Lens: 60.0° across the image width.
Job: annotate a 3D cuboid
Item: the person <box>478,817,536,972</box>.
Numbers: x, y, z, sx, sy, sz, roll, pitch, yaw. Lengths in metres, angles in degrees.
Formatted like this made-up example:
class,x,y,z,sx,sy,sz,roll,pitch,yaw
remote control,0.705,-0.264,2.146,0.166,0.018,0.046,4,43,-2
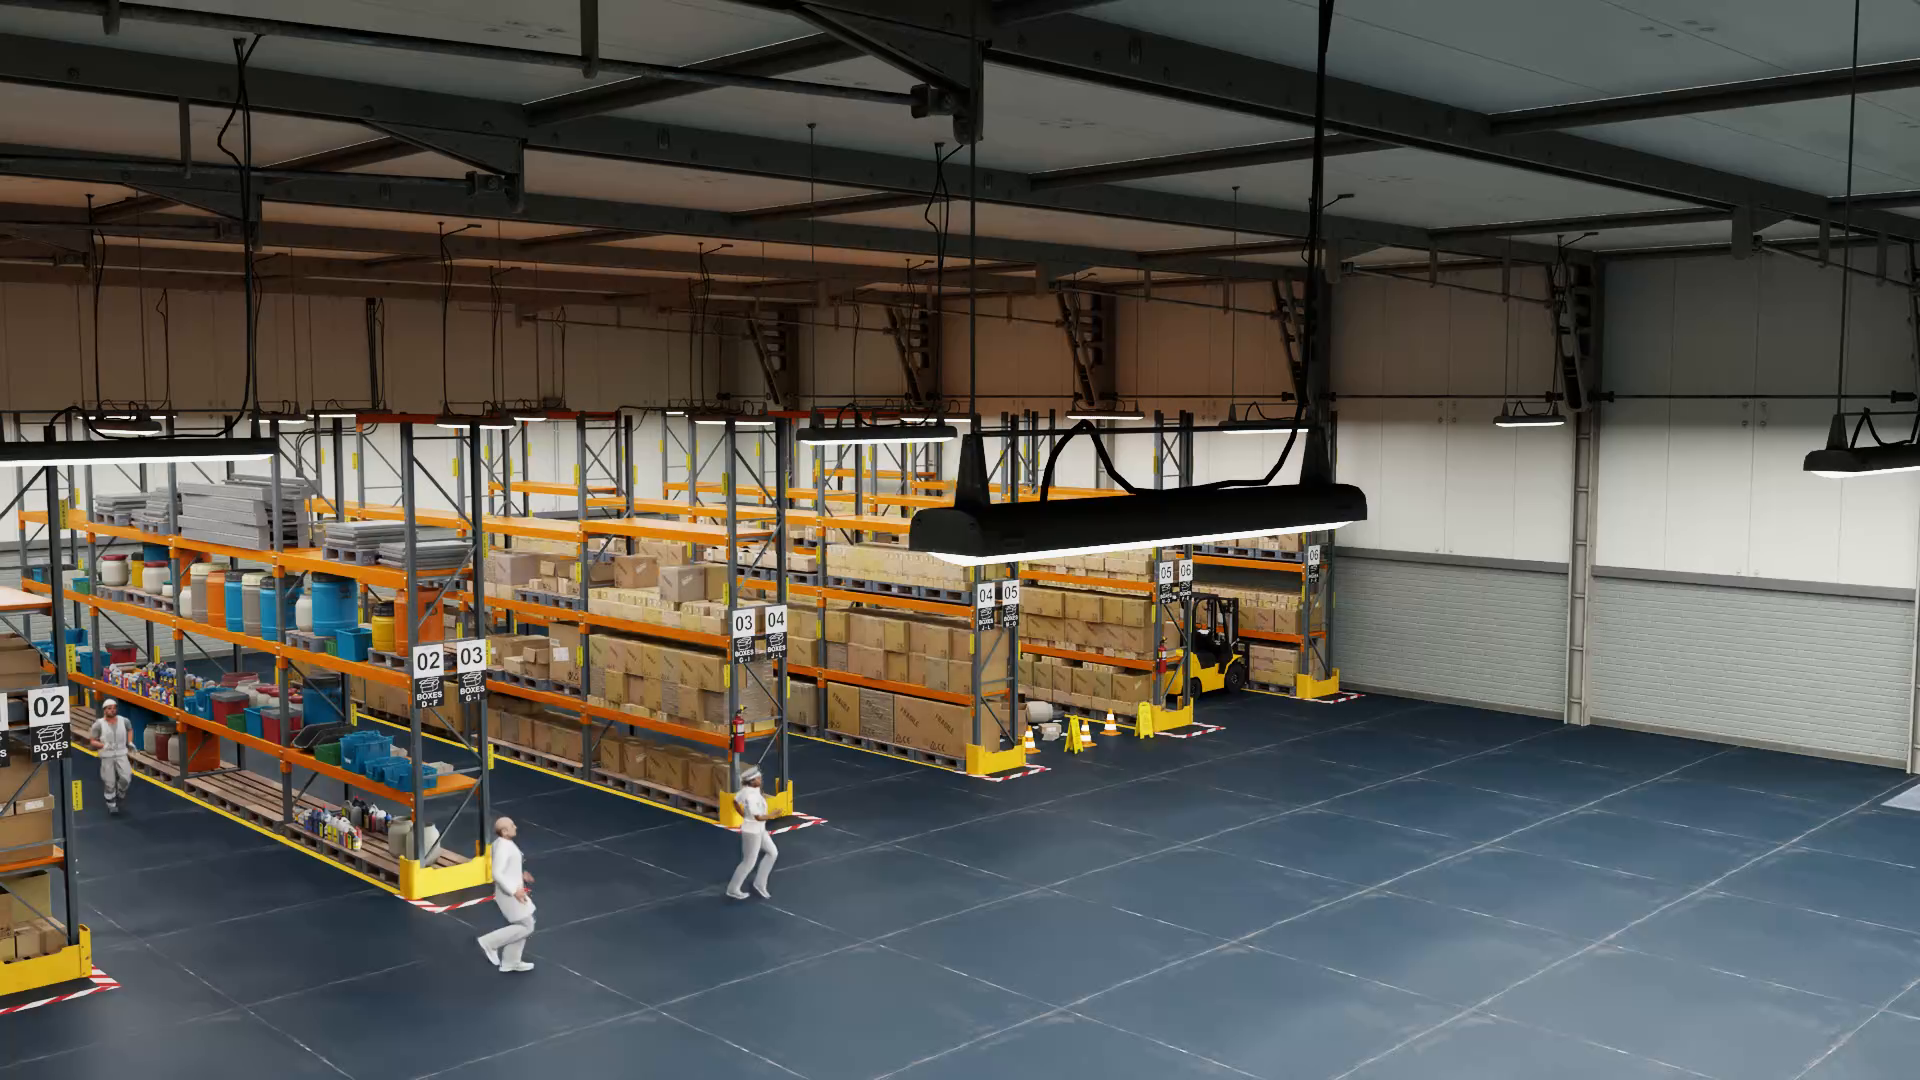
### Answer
class,x,y,z,sx,sy,sz,roll,pitch,yaw
person,-4.979,3.894,18.245,0.635,1.733,0.721,-2,5,-20

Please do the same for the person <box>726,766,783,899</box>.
class,x,y,z,sx,sy,sz,roll,pitch,yaw
person,-2.576,3.684,20.835,0.726,1.742,0.541,-1,5,-6

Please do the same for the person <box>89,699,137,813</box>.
class,x,y,z,sx,sy,sz,roll,pitch,yaw
person,-12.744,3.270,25.071,0.644,1.745,0.615,-4,6,-39
